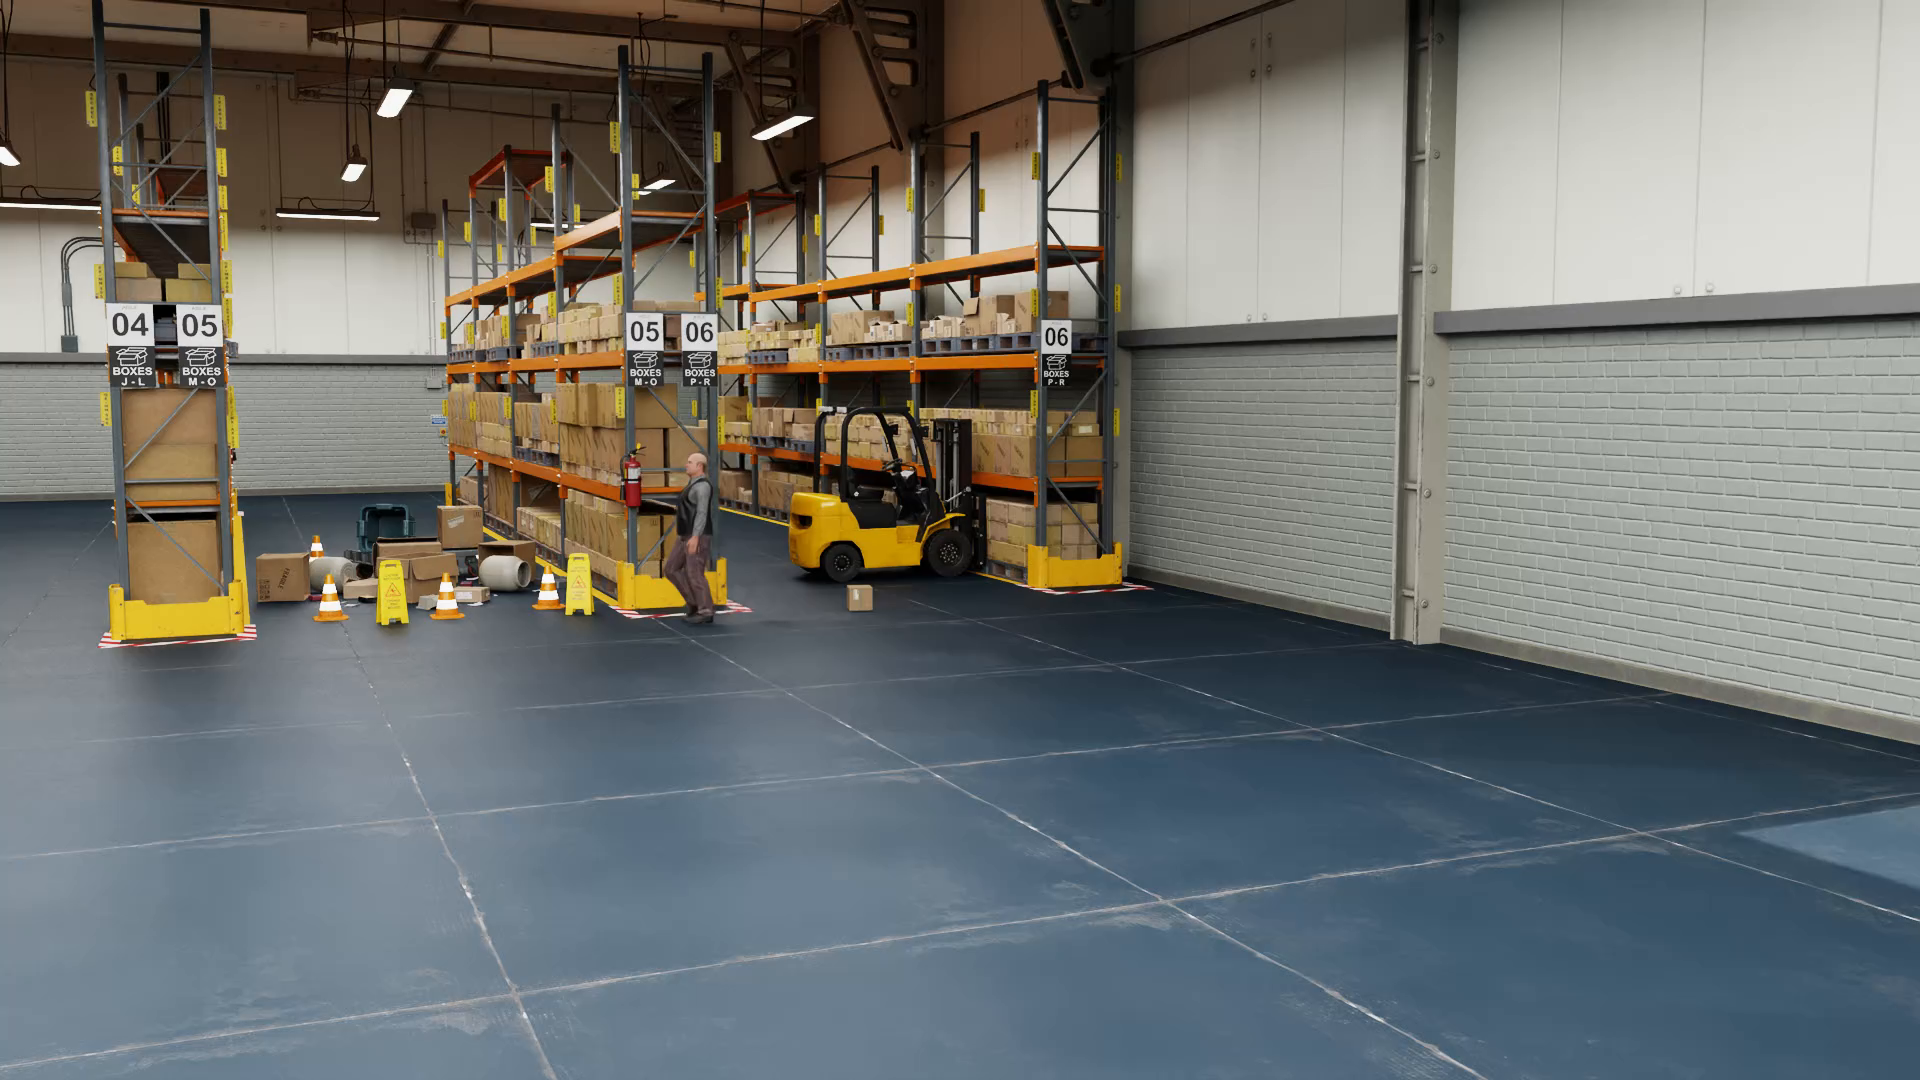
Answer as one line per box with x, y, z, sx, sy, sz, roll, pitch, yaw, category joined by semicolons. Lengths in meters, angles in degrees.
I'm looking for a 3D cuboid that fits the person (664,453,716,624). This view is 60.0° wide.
-2.722;0.004;16.765;0.480;1.754;0.564;-2;6;-20;person
